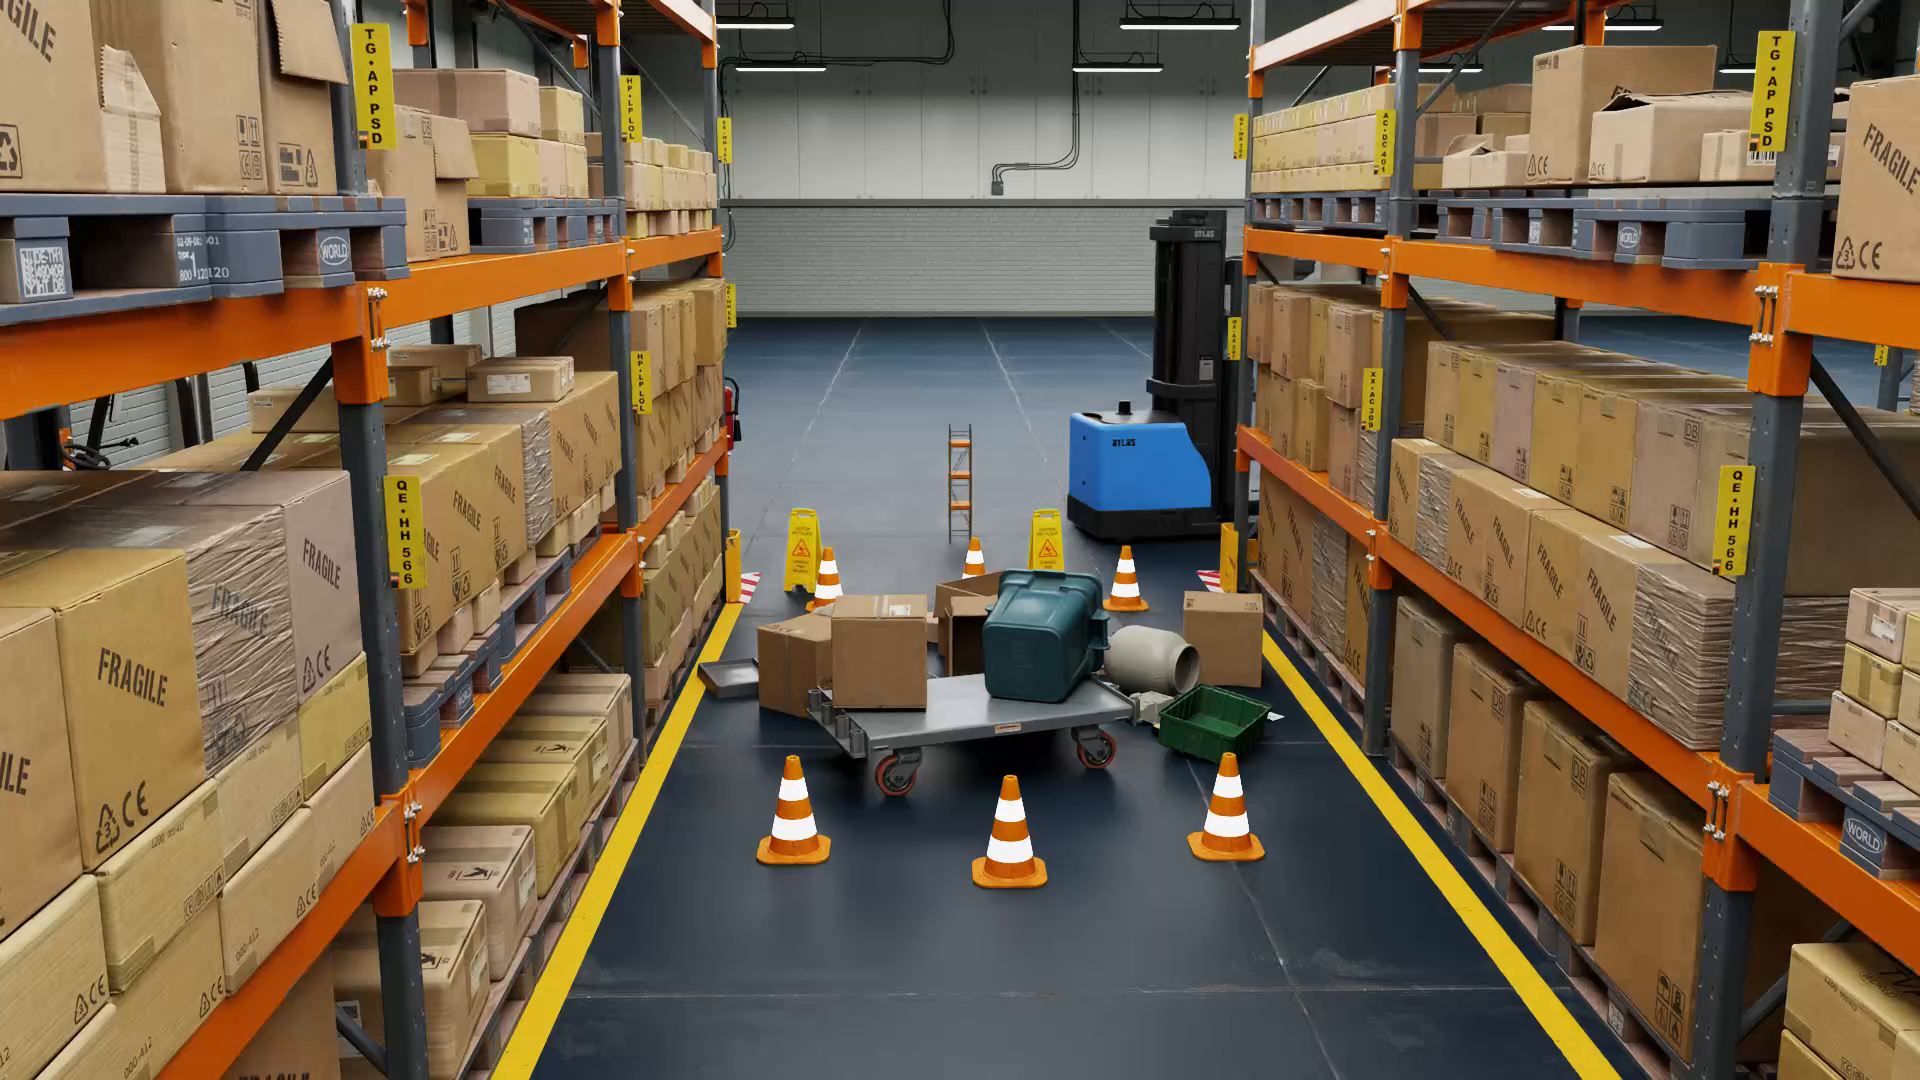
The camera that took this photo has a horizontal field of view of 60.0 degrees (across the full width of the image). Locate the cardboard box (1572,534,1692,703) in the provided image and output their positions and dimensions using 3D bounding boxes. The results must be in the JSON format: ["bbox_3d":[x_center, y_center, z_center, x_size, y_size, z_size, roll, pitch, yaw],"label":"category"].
[{"bbox_3d":[2.536,0.272,5.921,0.500,0.500,0.500,0,11,-1],"label":"cardboard box"}]

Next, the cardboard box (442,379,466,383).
[{"bbox_3d":[-2.484,-0.552,8.180,0.500,0.500,0.500,0,11,0],"label":"cardboard box"}]

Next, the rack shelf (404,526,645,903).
[{"bbox_3d":[-2.166,0.504,6.838,1.077,0.370,4.000,0,11,-1],"label":"rack shelf"}]

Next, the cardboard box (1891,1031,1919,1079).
[{"bbox_3d":[2.605,1.400,3.961,0.500,0.250,0.500,0,11,-2],"label":"cardboard box"}]

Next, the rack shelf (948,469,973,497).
[{"bbox_3d":[0.001,-0.494,14.904,0.215,0.259,0.240,0,11,-1],"label":"rack shelf"}]

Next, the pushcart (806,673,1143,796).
[{"bbox_3d":[0.071,1.020,9.082,1.648,0.377,0.936,-4,12,-21],"label":"pushcart"}]

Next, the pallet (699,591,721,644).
[{"bbox_3d":[-2.307,0.502,12.052,1.003,0.211,1.213,0,11,-1],"label":"pallet"}]

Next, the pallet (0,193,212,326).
[{"bbox_3d":[-2.032,-0.478,2.802,1.003,0.211,1.213,0,11,1],"label":"pallet"}]

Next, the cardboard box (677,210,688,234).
[{"bbox_3d":[-1.926,-2.013,10.524,0.380,0.149,0.250,0,11,-2],"label":"cardboard box"}]

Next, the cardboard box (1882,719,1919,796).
[{"bbox_3d":[2.635,0.569,4.284,0.380,0.149,0.250,0,11,2],"label":"cardboard box"}]

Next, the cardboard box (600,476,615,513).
[{"bbox_3d":[-1.920,-0.227,8.211,0.380,0.149,0.250,0,11,0],"label":"cardboard box"}]

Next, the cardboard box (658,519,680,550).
[{"bbox_3d":[-1.904,-0.035,10.029,0.380,0.149,0.250,0,11,1],"label":"cardboard box"}]

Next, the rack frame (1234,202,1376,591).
[{"bbox_3d":[2.657,-1.081,12.845,1.000,3.000,0.127,0,11,-1],"label":"rack frame"}]

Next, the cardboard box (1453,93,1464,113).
[{"bbox_3d":[3.055,-2.504,9.631,0.380,0.149,0.250,0,11,-2],"label":"cardboard box"}]

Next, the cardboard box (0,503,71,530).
[{"bbox_3d":[-2.339,0.208,3.723,0.500,0.500,0.500,0,11,-1],"label":"cardboard box"}]

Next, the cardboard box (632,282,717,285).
[{"bbox_3d":[-2.058,-1.524,11.514,0.700,0.500,0.500,0,11,-1],"label":"cardboard box"}]

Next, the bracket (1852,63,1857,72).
[{"bbox_3d":[22.371,-11.756,41.319,0.235,0.232,0.430,0,11,-1],"label":"bracket"}]

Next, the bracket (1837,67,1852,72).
[{"bbox_3d":[22.334,-12.109,43.062,0.076,0.066,3.189,0,11,-1],"label":"bracket"}]

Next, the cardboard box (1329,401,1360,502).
[{"bbox_3d":[2.686,-0.542,9.810,0.875,0.550,0.550,0,11,-1],"label":"cardboard box"}]

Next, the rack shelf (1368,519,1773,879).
[{"bbox_3d":[2.781,0.464,7.037,1.077,0.370,4.000,0,11,-1],"label":"rack shelf"}]

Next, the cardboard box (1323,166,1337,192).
[{"bbox_3d":[2.391,-2.161,9.946,0.380,0.149,0.250,0,11,0],"label":"cardboard box"}]

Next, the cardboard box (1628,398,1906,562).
[{"bbox_3d":[2.811,-0.220,5.832,0.700,0.500,0.500,0,11,-2],"label":"cardboard box"}]

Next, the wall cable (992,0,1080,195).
[{"bbox_3d":[1.994,-12.075,43.391,2.305,6.003,0.169,0,11,-1],"label":"wall cable"}]

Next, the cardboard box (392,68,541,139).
[{"bbox_3d":[-2.025,-1.776,6.787,0.500,0.250,0.500,0,11,0],"label":"cardboard box"}]

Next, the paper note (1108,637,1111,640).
[{"bbox_3d":[0.991,0.685,11.610,0.144,0.017,0.142,4,12,18],"label":"paper note"}]

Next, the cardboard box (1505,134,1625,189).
[{"bbox_3d":[2.914,-1.798,7.901,0.500,0.250,0.500,0,11,-1],"label":"cardboard box"}]

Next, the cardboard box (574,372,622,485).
[{"bbox_3d":[-1.968,-0.555,8.197,0.500,0.500,0.500,0,11,-2],"label":"cardboard box"}]

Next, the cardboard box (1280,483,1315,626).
[{"bbox_3d":[2.758,0.064,11.489,0.875,0.875,0.875,0,11,-2],"label":"cardboard box"}]

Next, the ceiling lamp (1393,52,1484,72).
[{"bbox_3d":[10.516,-11.953,36.661,2.000,3.185,0.800,0,11,-1],"label":"ceiling lamp"}]

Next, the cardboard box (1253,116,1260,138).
[{"bbox_3d":[2.346,-3.006,12.107,0.380,0.149,0.250,0,11,-1],"label":"cardboard box"}]

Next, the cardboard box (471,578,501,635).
[{"bbox_3d":[-1.862,0.236,5.929,0.380,0.149,0.250,0,11,-1],"label":"cardboard box"}]

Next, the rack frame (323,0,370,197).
[{"bbox_3d":[-2.124,-2.391,4.210,1.000,3.000,0.127,0,11,-1],"label":"rack frame"}]

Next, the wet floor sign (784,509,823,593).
[{"bbox_3d":[-1.224,0.071,13.087,0.267,0.644,0.232,4,12,18],"label":"wet floor sign"}]

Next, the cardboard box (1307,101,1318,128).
[{"bbox_3d":[2.382,-2.652,10.361,0.380,0.149,0.250,0,11,0],"label":"cardboard box"}]

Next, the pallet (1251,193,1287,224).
[{"bbox_3d":[2.683,-2.361,11.829,1.003,0.211,1.213,0,11,-1],"label":"pallet"}]

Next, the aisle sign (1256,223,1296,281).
[{"bbox_3d":[2.356,-2.368,12.650,0.394,0.787,0.004,0,11,-1],"label":"aisle sign"}]

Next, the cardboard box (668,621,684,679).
[{"bbox_3d":[-1.972,0.672,10.064,0.500,0.250,0.500,0,11,2],"label":"cardboard box"}]

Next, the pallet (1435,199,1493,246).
[{"bbox_3d":[2.808,-1.480,7.749,0.805,0.209,1.217,-1,11,-3],"label":"pallet"}]

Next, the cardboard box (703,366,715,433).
[{"bbox_3d":[-1.997,-1.029,11.589,0.500,0.500,0.500,0,11,-1],"label":"cardboard box"}]

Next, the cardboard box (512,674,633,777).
[{"bbox_3d":[-2.194,0.941,8.432,0.950,0.372,0.625,0,11,0],"label":"cardboard box"}]

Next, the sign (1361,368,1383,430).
[{"bbox_3d":[2.185,-0.747,8.819,0.100,0.325,0.005,0,11,-1],"label":"sign"}]

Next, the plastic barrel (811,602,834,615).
[{"bbox_3d":[-0.733,0.626,10.908,0.512,0.421,0.421,9,15,38],"label":"plastic barrel"}]

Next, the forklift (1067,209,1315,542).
[{"bbox_3d":[2.585,-1.550,15.326,3.031,2.935,1.130,-3,12,-13],"label":"forklift"}]

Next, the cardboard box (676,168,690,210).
[{"bbox_3d":[-1.972,-2.179,10.341,0.500,0.250,0.500,0,11,-1],"label":"cardboard box"}]

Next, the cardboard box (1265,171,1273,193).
[{"bbox_3d":[2.354,-2.513,11.682,0.380,0.149,0.250,0,11,-1],"label":"cardboard box"}]

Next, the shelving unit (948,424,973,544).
[{"bbox_3d":[0.001,-0.504,14.902,0.215,1.050,0.252,0,11,-1],"label":"shelving unit"}]

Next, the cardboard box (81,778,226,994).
[{"bbox_3d":[-1.815,0.677,3.299,0.500,0.250,0.500,-1,11,-3],"label":"cardboard box"}]

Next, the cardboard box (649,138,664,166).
[{"bbox_3d":[-1.897,-2.204,9.460,0.380,0.149,0.250,0,11,-2],"label":"cardboard box"}]

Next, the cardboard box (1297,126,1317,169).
[{"bbox_3d":[2.443,-2.481,10.519,0.500,0.250,0.500,0,11,-1],"label":"cardboard box"}]

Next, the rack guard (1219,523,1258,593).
[{"bbox_3d":[2.657,0.139,13.117,1.175,0.500,0.348,0,11,-1],"label":"rack guard"}]

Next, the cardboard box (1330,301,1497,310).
[{"bbox_3d":[2.765,-1.179,10.234,0.875,0.550,0.550,0,11,-1],"label":"cardboard box"}]

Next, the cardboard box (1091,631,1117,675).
[{"bbox_3d":[0.863,0.720,10.844,0.396,0.266,0.258,2,12,9],"label":"cardboard box"}]

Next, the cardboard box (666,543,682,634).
[{"bbox_3d":[-1.972,0.304,9.991,0.500,0.500,0.500,0,11,1],"label":"cardboard box"}]
